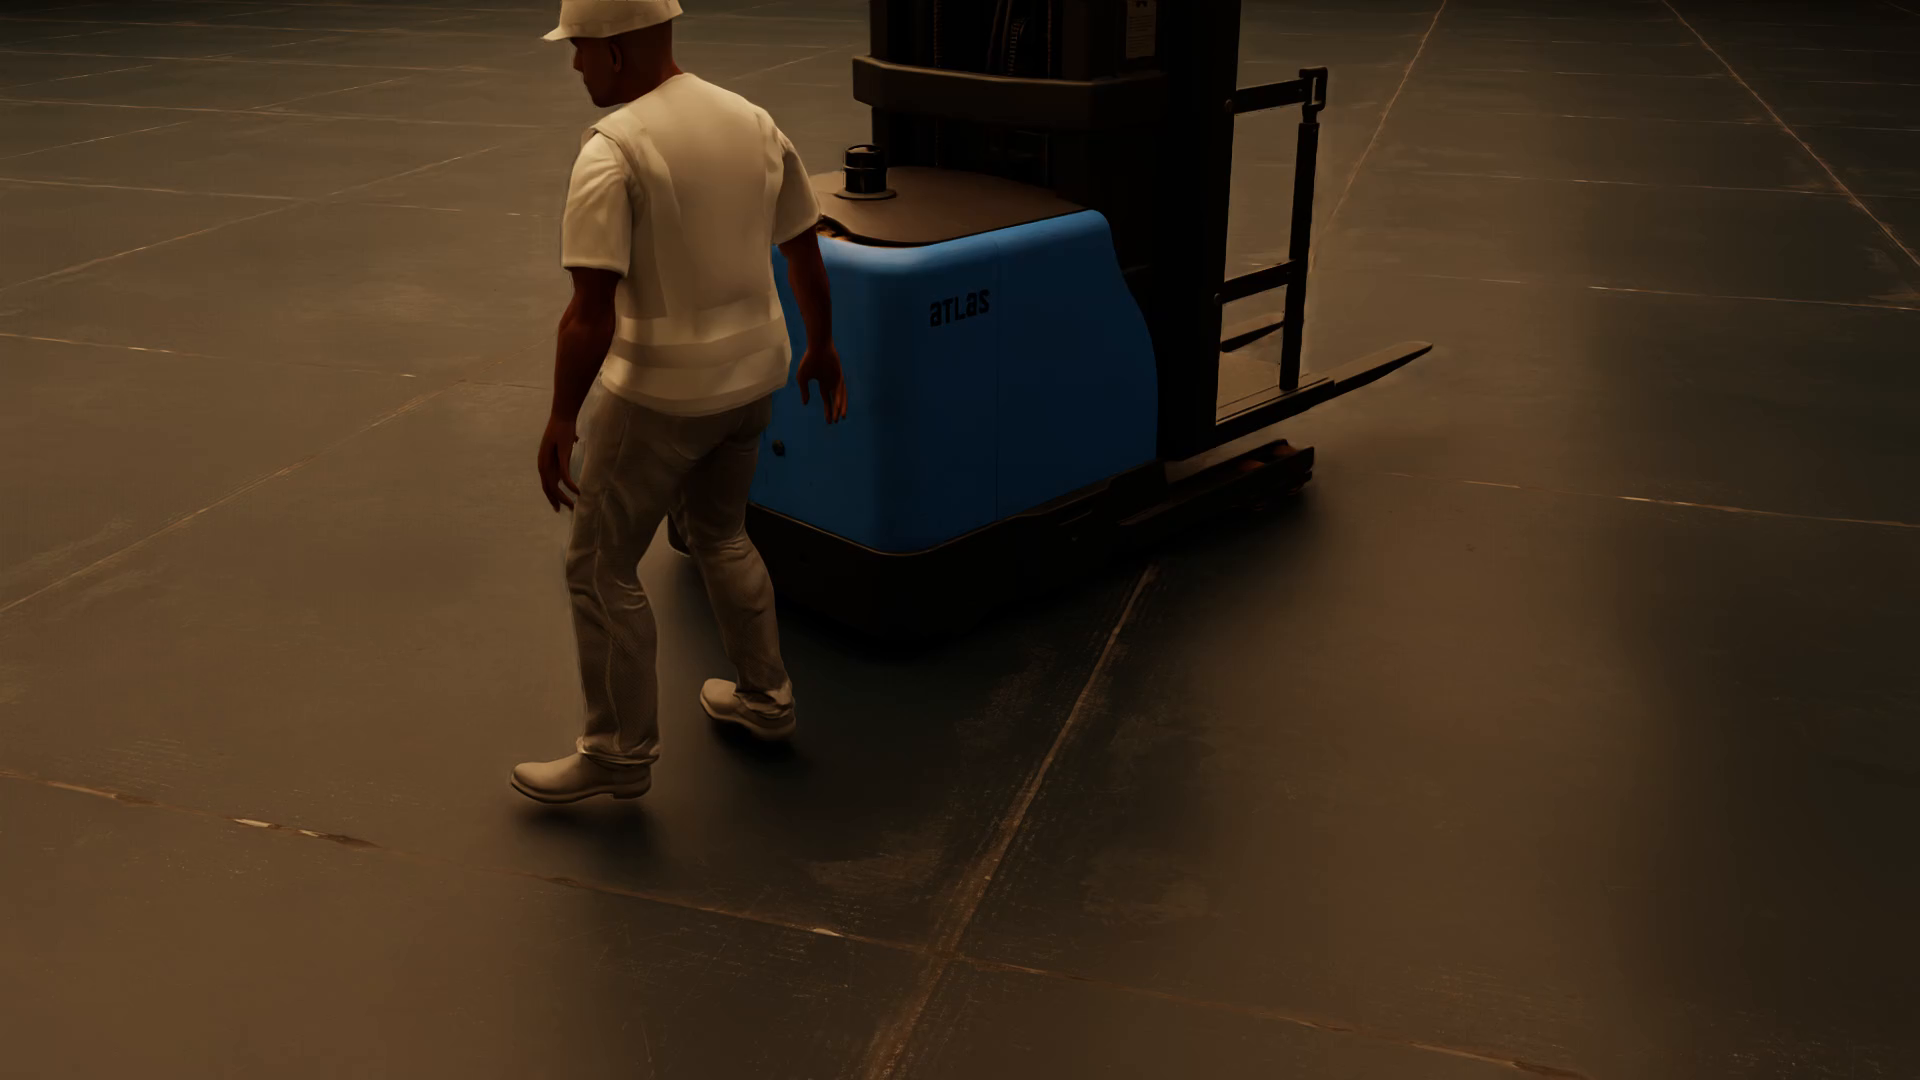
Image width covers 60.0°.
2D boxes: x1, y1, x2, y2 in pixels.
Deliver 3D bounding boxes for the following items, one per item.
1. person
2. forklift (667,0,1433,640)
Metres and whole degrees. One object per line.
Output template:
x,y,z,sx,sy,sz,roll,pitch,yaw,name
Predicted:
-0.627,-0.343,3.581,0.438,1.732,0.866,15,27,31,person
0.519,-1.567,5.075,1.130,2.935,3.031,20,30,40,forklift
